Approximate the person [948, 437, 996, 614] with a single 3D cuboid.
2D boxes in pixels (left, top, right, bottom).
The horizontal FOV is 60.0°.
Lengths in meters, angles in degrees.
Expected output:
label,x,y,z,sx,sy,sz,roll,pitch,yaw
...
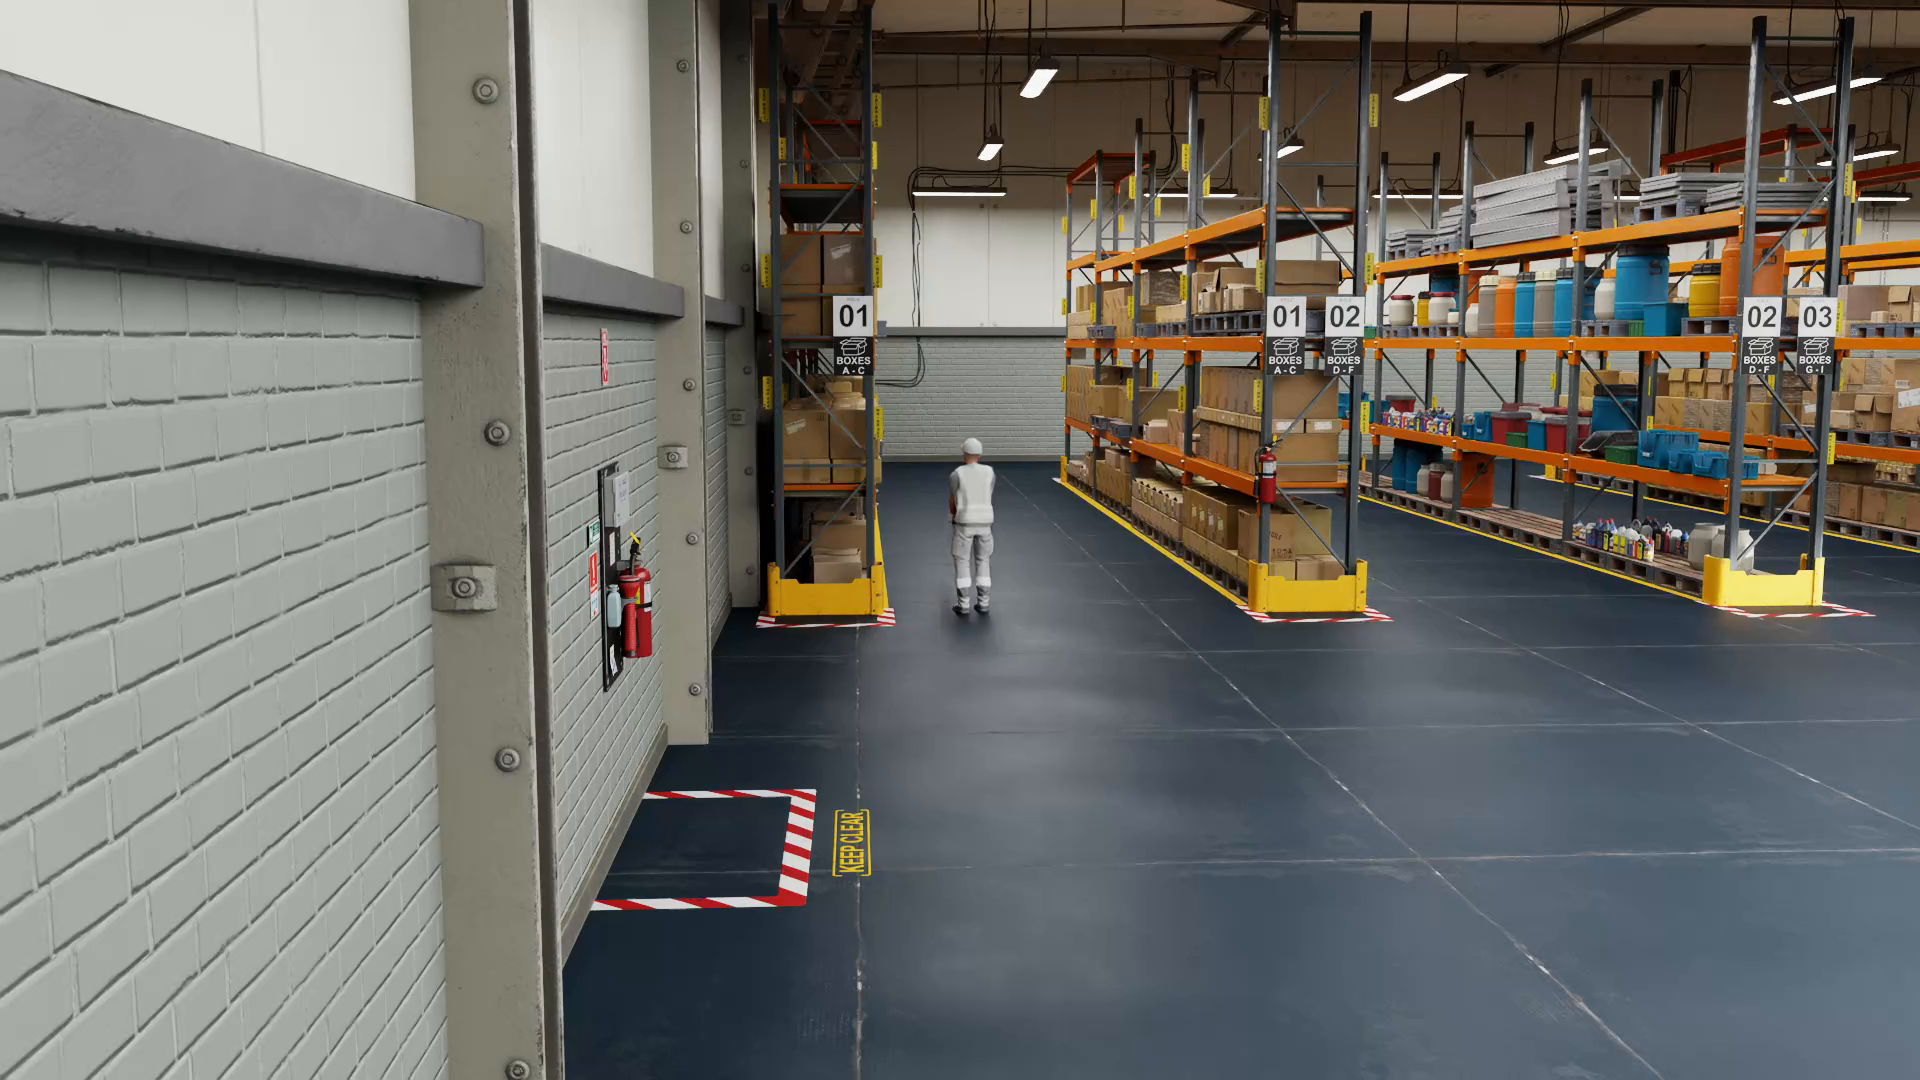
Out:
label,x,y,z,sx,sy,sz,roll,pitch,yaw
person,0.093,-0.162,17.006,0.495,1.787,0.562,-2,7,-17
